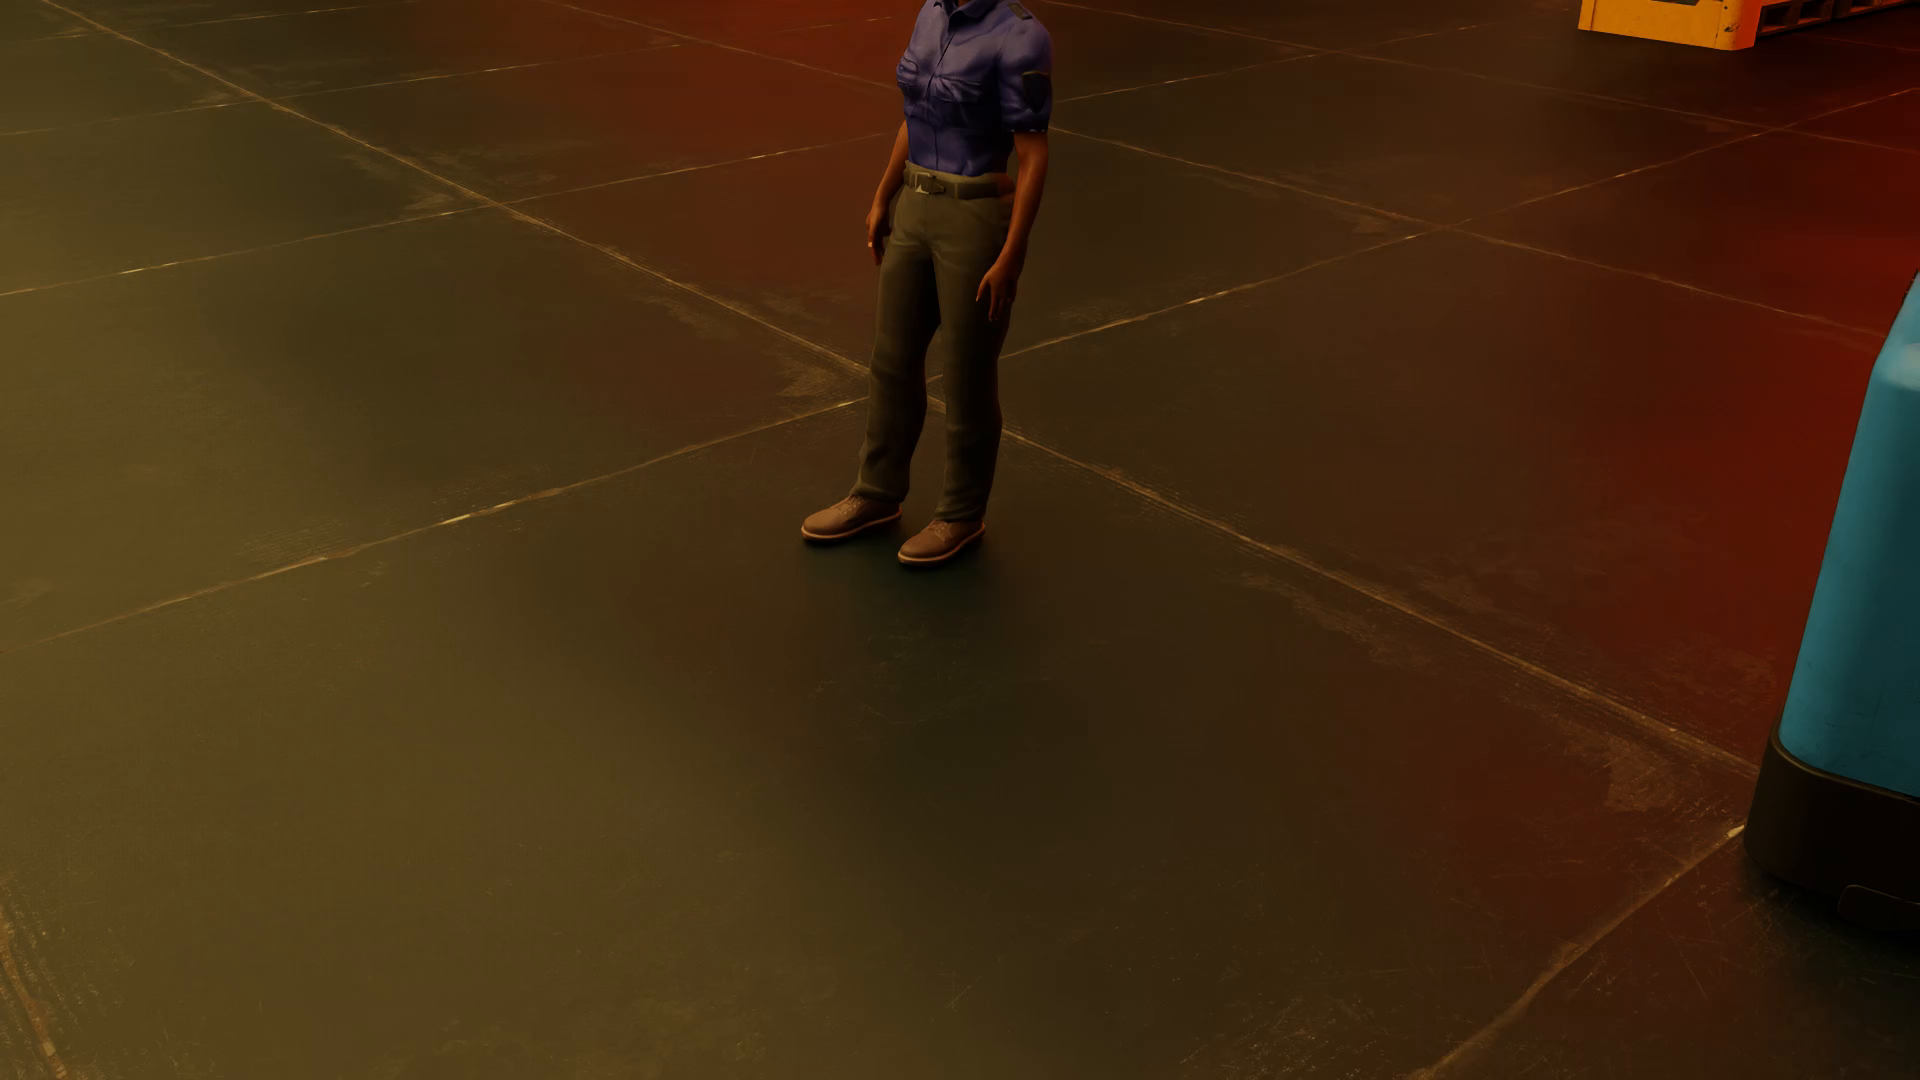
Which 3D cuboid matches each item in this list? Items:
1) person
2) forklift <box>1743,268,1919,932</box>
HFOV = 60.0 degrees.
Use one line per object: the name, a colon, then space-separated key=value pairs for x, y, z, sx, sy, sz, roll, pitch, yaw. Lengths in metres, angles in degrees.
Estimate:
person: x=-0.080 y=-0.730 z=4.093 sx=0.503 sy=1.656 sz=0.569 roll=-20 pitch=33 yaw=-35
forklift: x=3.001 y=-0.465 z=2.140 sx=3.031 sy=2.935 sz=1.130 roll=16 pitch=31 yaw=29
